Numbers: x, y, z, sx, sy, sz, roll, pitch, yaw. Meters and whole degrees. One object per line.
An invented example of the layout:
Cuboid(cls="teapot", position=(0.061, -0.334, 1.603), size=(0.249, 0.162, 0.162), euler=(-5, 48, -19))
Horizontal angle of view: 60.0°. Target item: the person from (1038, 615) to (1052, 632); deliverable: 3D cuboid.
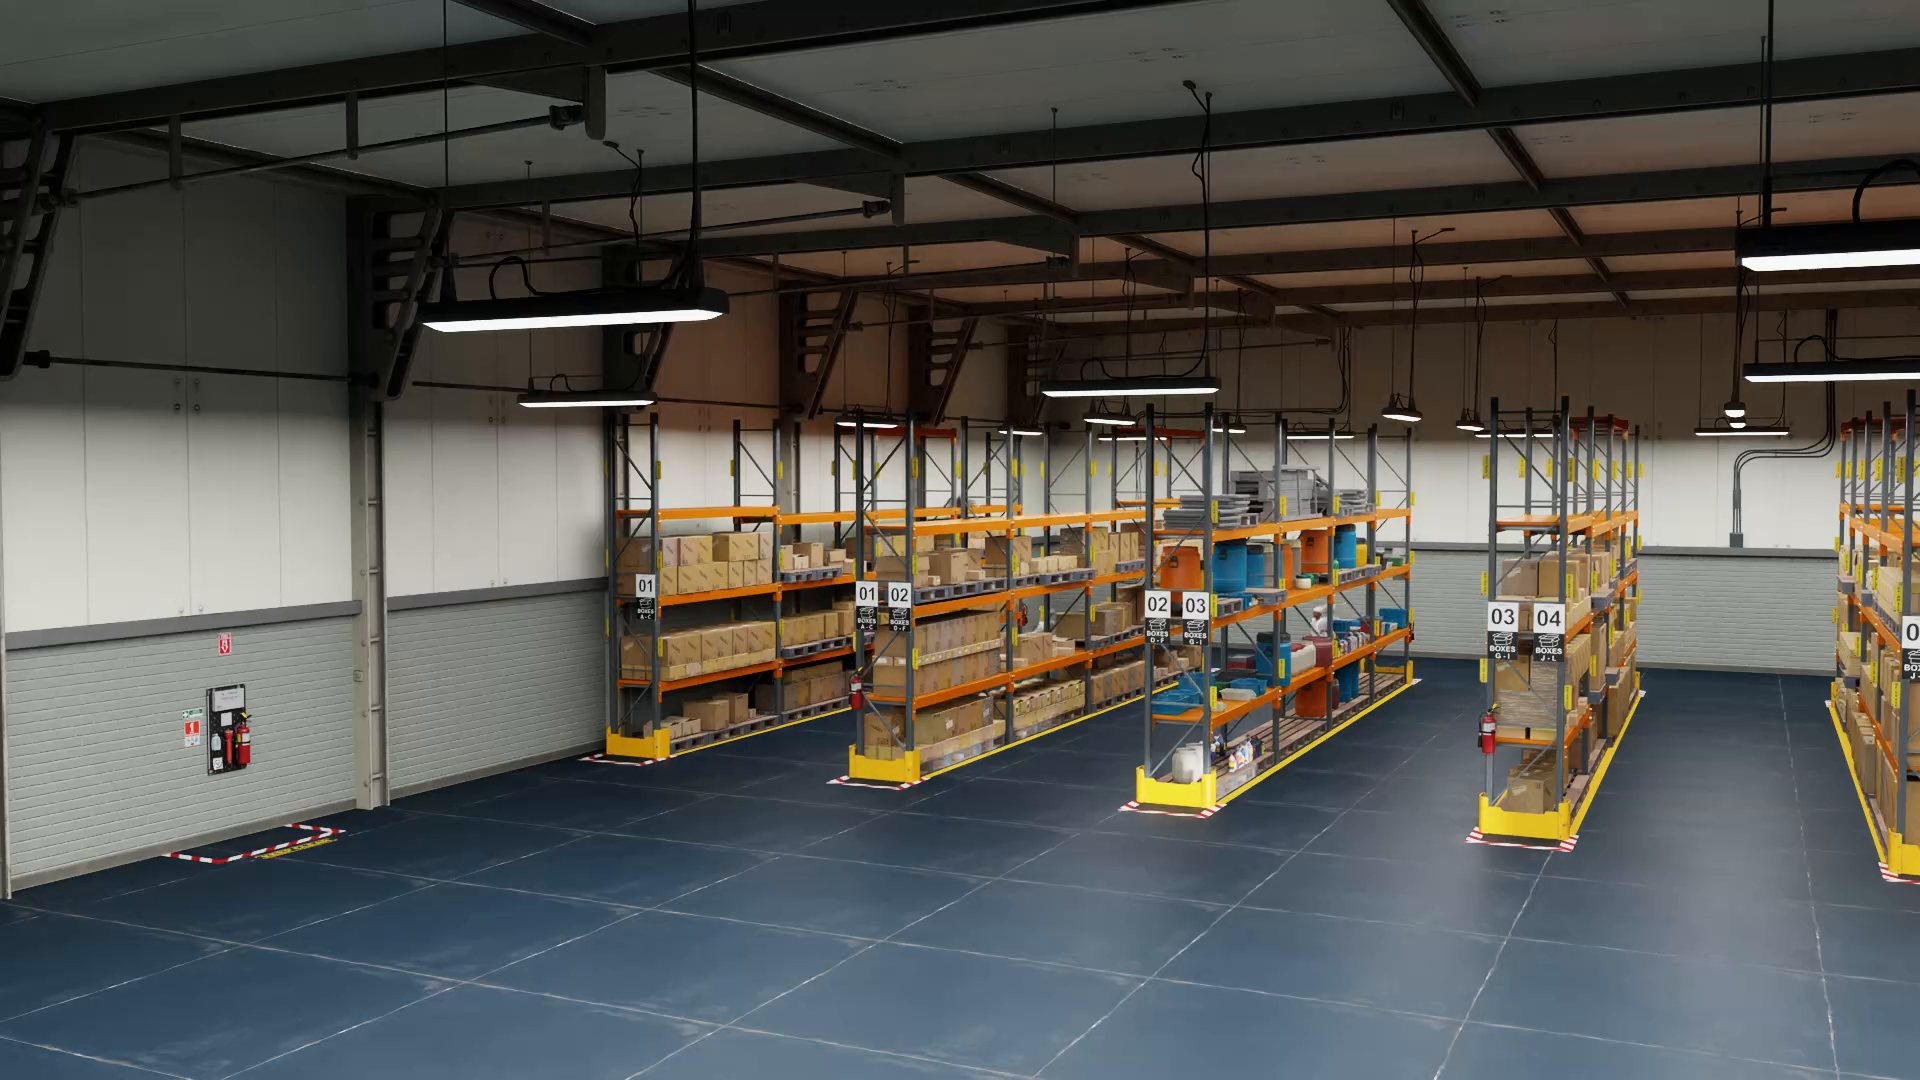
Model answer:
Cuboid(cls="person", position=(1.941, 2.161, 39.347), size=(0.606, 1.023, 0.400), euler=(-2, 3, -45))

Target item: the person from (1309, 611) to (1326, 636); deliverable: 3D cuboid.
Cuboid(cls="person", position=(8.508, 2.459, 39.734), size=(1.024, 1.687, 0.517), euler=(-2, 3, -44))
